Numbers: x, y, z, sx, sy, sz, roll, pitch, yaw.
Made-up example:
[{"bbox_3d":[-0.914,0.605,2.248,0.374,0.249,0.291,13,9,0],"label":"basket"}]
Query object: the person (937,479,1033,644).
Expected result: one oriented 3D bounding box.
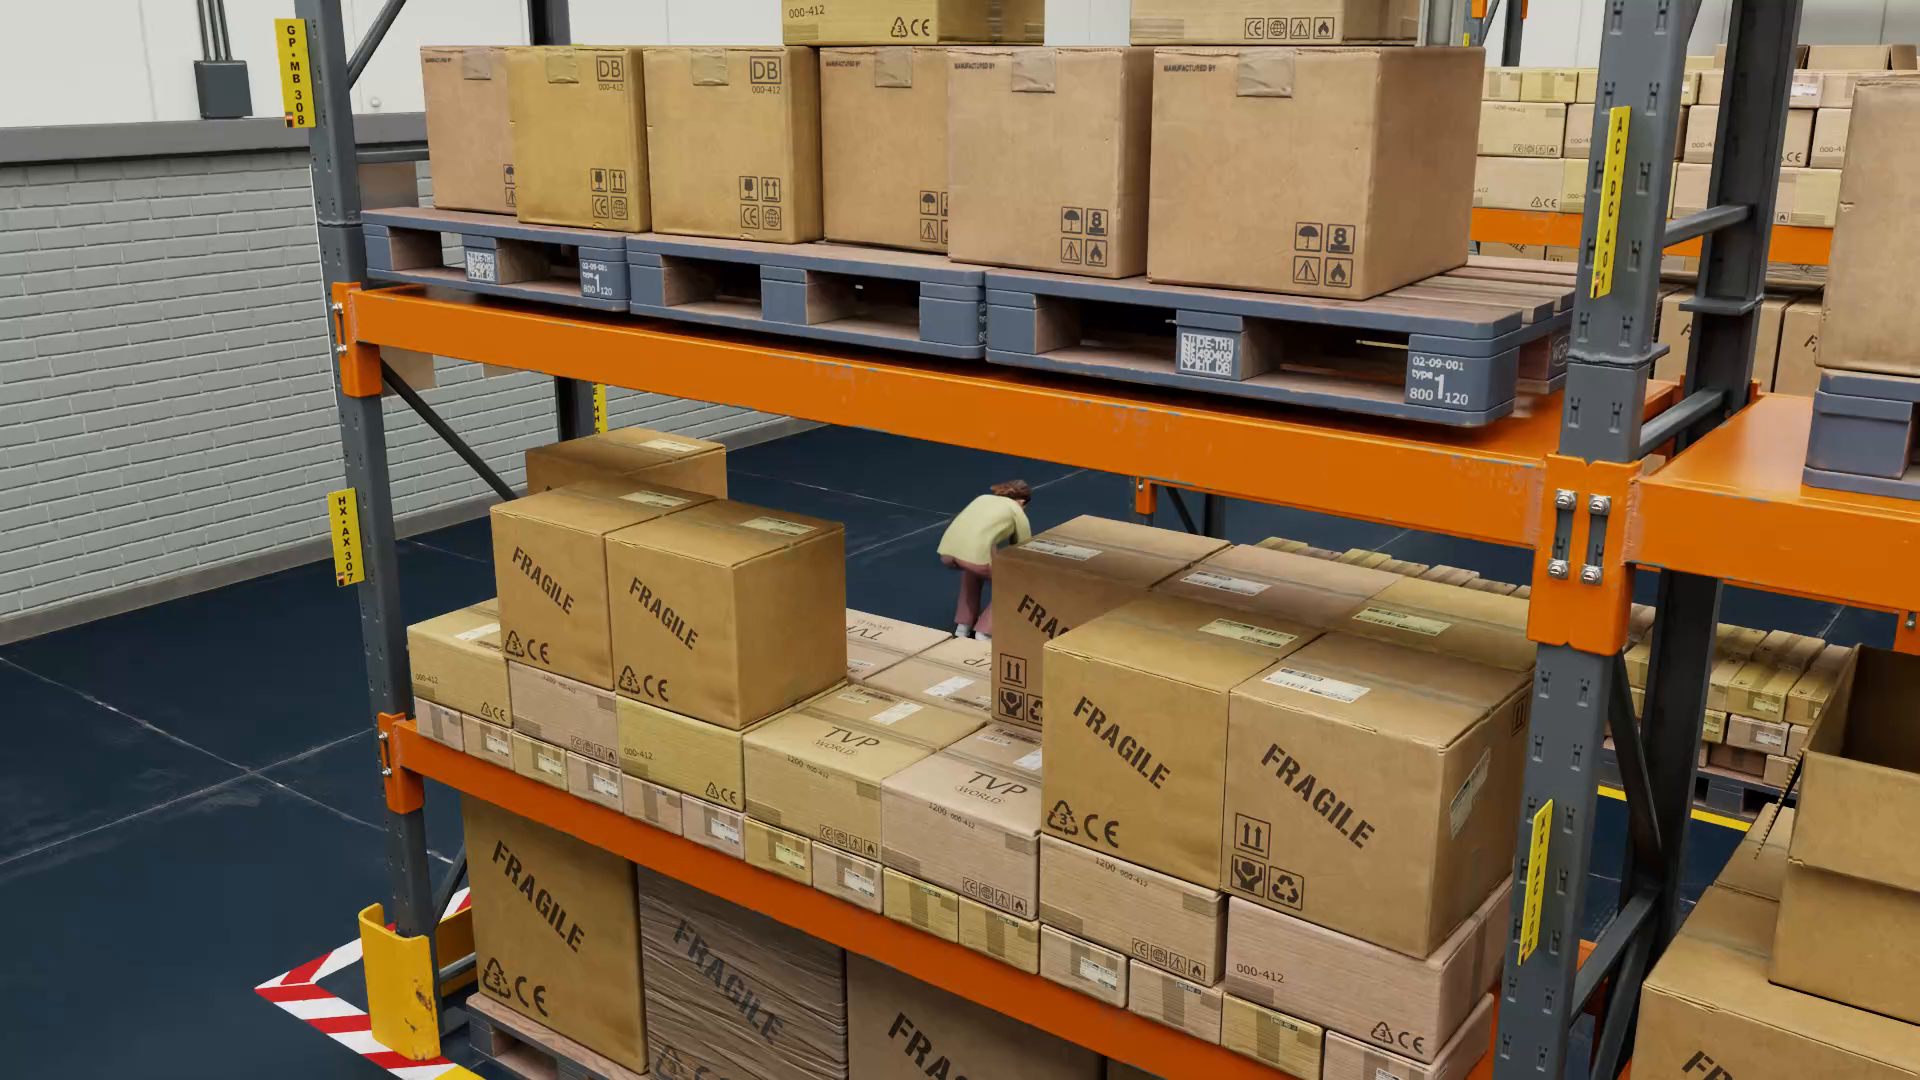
[{"bbox_3d":[0.197,0.130,10.402,0.459,0.935,0.846,12,20,34],"label":"person"}]
